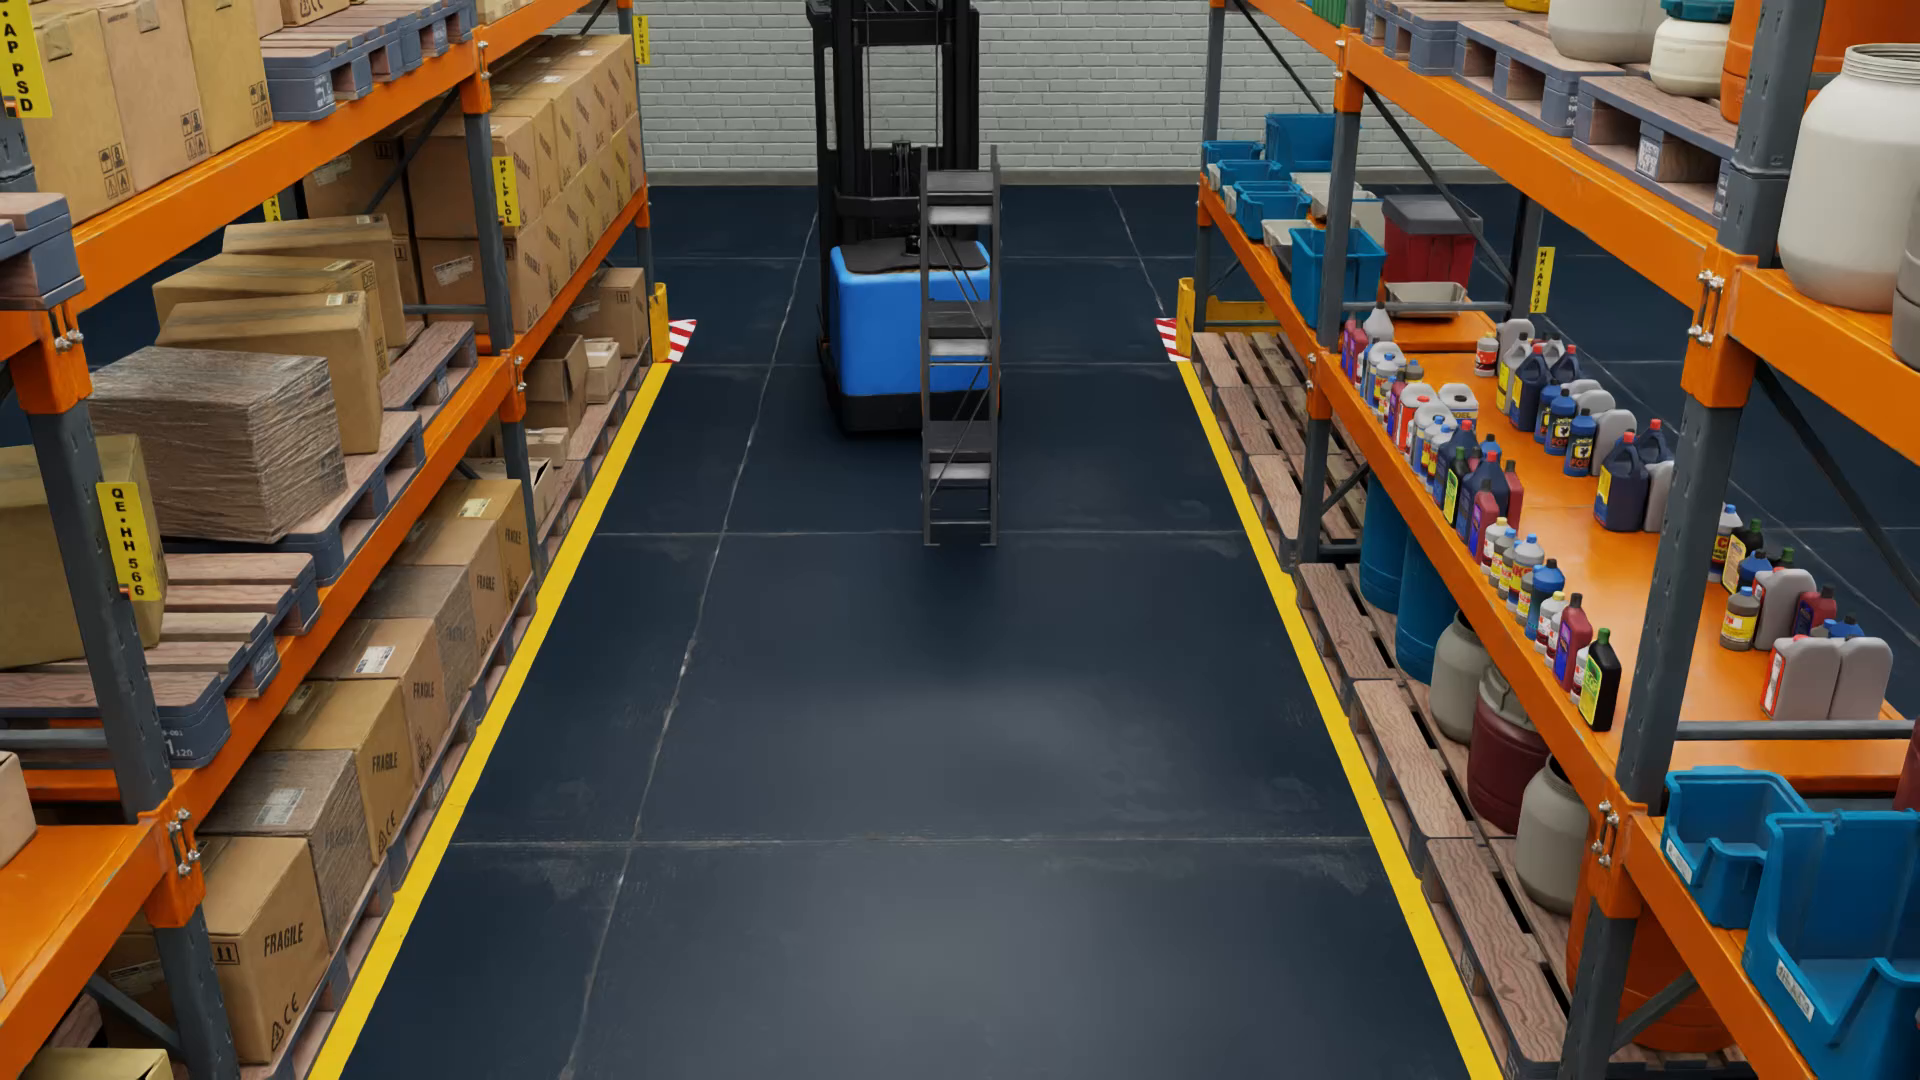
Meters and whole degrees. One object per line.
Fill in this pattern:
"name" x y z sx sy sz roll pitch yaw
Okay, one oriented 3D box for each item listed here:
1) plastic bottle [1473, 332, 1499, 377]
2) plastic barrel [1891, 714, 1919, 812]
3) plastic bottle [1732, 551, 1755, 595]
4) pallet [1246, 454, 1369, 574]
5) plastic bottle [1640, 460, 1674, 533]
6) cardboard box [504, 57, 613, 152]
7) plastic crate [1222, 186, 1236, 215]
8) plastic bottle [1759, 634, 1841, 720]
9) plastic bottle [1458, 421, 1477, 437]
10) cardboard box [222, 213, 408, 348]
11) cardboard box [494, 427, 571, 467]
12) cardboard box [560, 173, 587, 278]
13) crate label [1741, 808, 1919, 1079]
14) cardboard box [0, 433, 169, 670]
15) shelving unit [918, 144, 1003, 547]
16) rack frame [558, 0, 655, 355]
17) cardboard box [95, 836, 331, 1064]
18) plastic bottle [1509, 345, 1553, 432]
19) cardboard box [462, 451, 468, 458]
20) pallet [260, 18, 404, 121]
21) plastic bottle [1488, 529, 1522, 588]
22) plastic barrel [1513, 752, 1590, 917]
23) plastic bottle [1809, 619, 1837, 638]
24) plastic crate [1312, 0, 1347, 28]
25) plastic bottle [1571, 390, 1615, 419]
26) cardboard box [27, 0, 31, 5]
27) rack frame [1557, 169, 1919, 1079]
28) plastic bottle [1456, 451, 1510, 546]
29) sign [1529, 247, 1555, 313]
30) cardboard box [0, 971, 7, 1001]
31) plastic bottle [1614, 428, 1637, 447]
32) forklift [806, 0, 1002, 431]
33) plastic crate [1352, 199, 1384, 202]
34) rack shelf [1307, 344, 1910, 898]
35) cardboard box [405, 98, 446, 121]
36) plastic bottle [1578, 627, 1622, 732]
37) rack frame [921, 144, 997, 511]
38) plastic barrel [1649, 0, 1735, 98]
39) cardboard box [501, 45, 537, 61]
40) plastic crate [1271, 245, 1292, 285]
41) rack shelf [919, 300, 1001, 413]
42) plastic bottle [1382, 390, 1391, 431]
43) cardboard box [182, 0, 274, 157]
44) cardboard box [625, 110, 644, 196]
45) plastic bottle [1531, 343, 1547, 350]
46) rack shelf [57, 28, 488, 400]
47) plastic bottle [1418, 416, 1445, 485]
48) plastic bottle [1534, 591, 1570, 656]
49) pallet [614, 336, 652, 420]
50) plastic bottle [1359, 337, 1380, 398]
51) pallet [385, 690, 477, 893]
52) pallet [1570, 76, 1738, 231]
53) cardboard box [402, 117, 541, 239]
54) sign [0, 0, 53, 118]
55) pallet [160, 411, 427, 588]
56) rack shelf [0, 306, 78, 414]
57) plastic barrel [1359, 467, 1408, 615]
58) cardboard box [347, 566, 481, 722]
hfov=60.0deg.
"plastic bottle" 2.464 -0.872 7.778 0.097 0.201 0.097 0 24 0
"plastic barrel" 2.612 0.645 4.019 0.600 0.536 0.708 0 24 -1
"plastic bottle" 2.642 0.134 5.554 0.097 0.201 0.097 0 24 0
"pallet" 2.214 -0.164 9.355 1.003 0.211 1.213 0 24 -1
"plastic bottle" 2.608 -0.178 6.153 0.152 0.276 0.135 0 24 -1
"cardboard box" -2.440 -2.656 10.148 0.500 0.500 0.500 0 24 1
"plastic crate" 1.819 -2.171 10.658 0.250 0.136 0.298 0 24 -1
"plastic bottle" 2.471 0.394 4.888 0.152 0.276 0.135 0 24 -1
"plastic bottle" 2.022 -0.379 6.690 0.097 0.201 0.097 0 24 0
"cardboard box" -2.911 -1.151 7.524 0.700 0.500 0.500 -9 26 -18
"cardboard box" -2.500 -0.550 9.731 0.380 0.166 0.250 0 24 -1
"cardboard box" -2.438 -1.784 9.434 0.500 0.500 0.500 0 24 -1
"crate label" 2.045 0.912 3.552 0.502 0.435 0.616 0 24 -1
"cardboard box" -2.768 0.042 4.886 0.700 0.500 0.500 -9 26 -18
"shelving unit" -0.002 -1.025 8.968 0.431 2.100 0.503 0 24 -1
"rack frame" -2.736 -2.759 11.710 1.000 3.000 0.127 0 24 -1
"cardboard box" -2.368 1.287 5.263 0.500 0.500 0.500 1 24 2
"plastic bottle" 2.456 -0.655 7.117 0.144 0.351 0.185 0 24 -1
"cardboard box" -2.982 -0.406 9.006 0.500 0.500 0.500 0 24 -1
"pallet" -2.741 -1.695 5.946 1.213 0.211 1.003 0 24 -1
"plastic bottle" 1.881 0.059 5.720 0.097 0.201 0.097 0 24 0
"plastic barrel" 2.186 1.025 5.852 0.421 0.512 0.421 0 24 0
"plastic bottle" 2.648 0.340 5.100 0.097 0.201 0.097 0 24 0
"plastic crate" 1.954 -2.575 7.920 0.450 0.188 0.662 0 24 -1
"plastic bottle" 2.599 -0.500 6.866 0.152 0.276 0.135 0 24 -1
"cardboard box" -2.647 -1.510 3.974 0.500 0.500 0.500 0 24 -1
"rack frame" 2.304 0.517 4.467 1.000 3.000 0.127 0 24 -1
"plastic bottle" 1.901 -0.162 6.028 0.144 0.351 0.185 0 24 -1
"sign" 2.811 -1.259 8.058 0.100 0.325 0.005 0 24 -1
"cardboard box" -2.363 1.022 3.656 0.380 0.149 0.250 0 24 -1
"plastic bottle" 2.571 -0.299 6.428 0.097 0.271 0.097 0 24 0
"forklift" -0.454 -2.605 11.453 1.130 2.935 3.031 -3 25 -8
"plastic crate" 2.496 -1.885 9.909 0.416 0.233 0.300 0 24 -1
"rack shelf" 2.282 0.021 6.437 1.077 0.370 4.000 0 24 -1
"cardboard box" -2.965 -2.030 8.764 0.500 0.500 0.500 -1 24 -2
"plastic bottle" 1.873 0.405 4.855 0.061 0.283 0.133 0 24 -1
"rack frame" -0.004 -1.125 9.190 0.400 2.100 0.015 0 24 -1
"plastic barrel" 2.146 -1.419 4.766 0.301 0.262 0.301 0 24 0
"cardboard box" -2.982 -2.860 10.600 0.500 0.500 0.500 0 24 0
"plastic crate" 1.980 -1.493 9.173 0.437 0.125 0.590 0 24 -1
"rack shelf" -0.002 -1.012 8.974 0.431 0.518 0.480 0 24 -1
"plastic bottle" 1.865 -0.569 7.110 0.097 0.201 0.097 0 24 0
"cardboard box" -2.698 -1.479 5.118 0.910 0.500 0.500 0 24 -1
"cardboard box" -2.459 -2.621 11.284 0.500 0.500 0.500 0 24 1
"plastic bottle" 2.592 -0.763 7.448 0.152 0.276 0.135 0 24 -1
"rack shelf" -2.671 -1.325 5.773 1.077 0.370 4.000 0 24 -1
"plastic bottle" 1.871 -0.355 6.551 0.097 0.271 0.097 0 24 0
"plastic bottle" 1.887 0.260 5.276 0.097 0.201 0.097 0 24 0
"pallet" -2.726 -1.128 11.489 1.003 0.211 1.213 0 24 -1
"plastic bottle" 1.860 -0.777 7.484 0.097 0.271 0.097 0 24 0
"pallet" -2.630 0.999 6.785 1.003 0.211 1.213 0 24 -1
"pallet" 2.394 -1.079 4.585 1.003 0.211 1.213 0 24 -1
"cardboard box" -2.416 -1.807 8.271 0.500 0.500 0.500 0 24 1
"sign" -2.094 -1.100 3.678 0.100 0.325 0.005 0 24 -1
"pallet" -2.675 -0.176 6.232 1.003 0.211 1.213 0 24 -1
"rack shelf" -2.627 0.323 2.129 1.077 0.370 4.000 0 24 -1
"plastic barrel" 2.250 -0.142 7.961 0.600 0.901 0.708 0 24 -1
"cardboard box" -2.398 0.440 7.136 0.500 0.500 0.500 0 24 0
